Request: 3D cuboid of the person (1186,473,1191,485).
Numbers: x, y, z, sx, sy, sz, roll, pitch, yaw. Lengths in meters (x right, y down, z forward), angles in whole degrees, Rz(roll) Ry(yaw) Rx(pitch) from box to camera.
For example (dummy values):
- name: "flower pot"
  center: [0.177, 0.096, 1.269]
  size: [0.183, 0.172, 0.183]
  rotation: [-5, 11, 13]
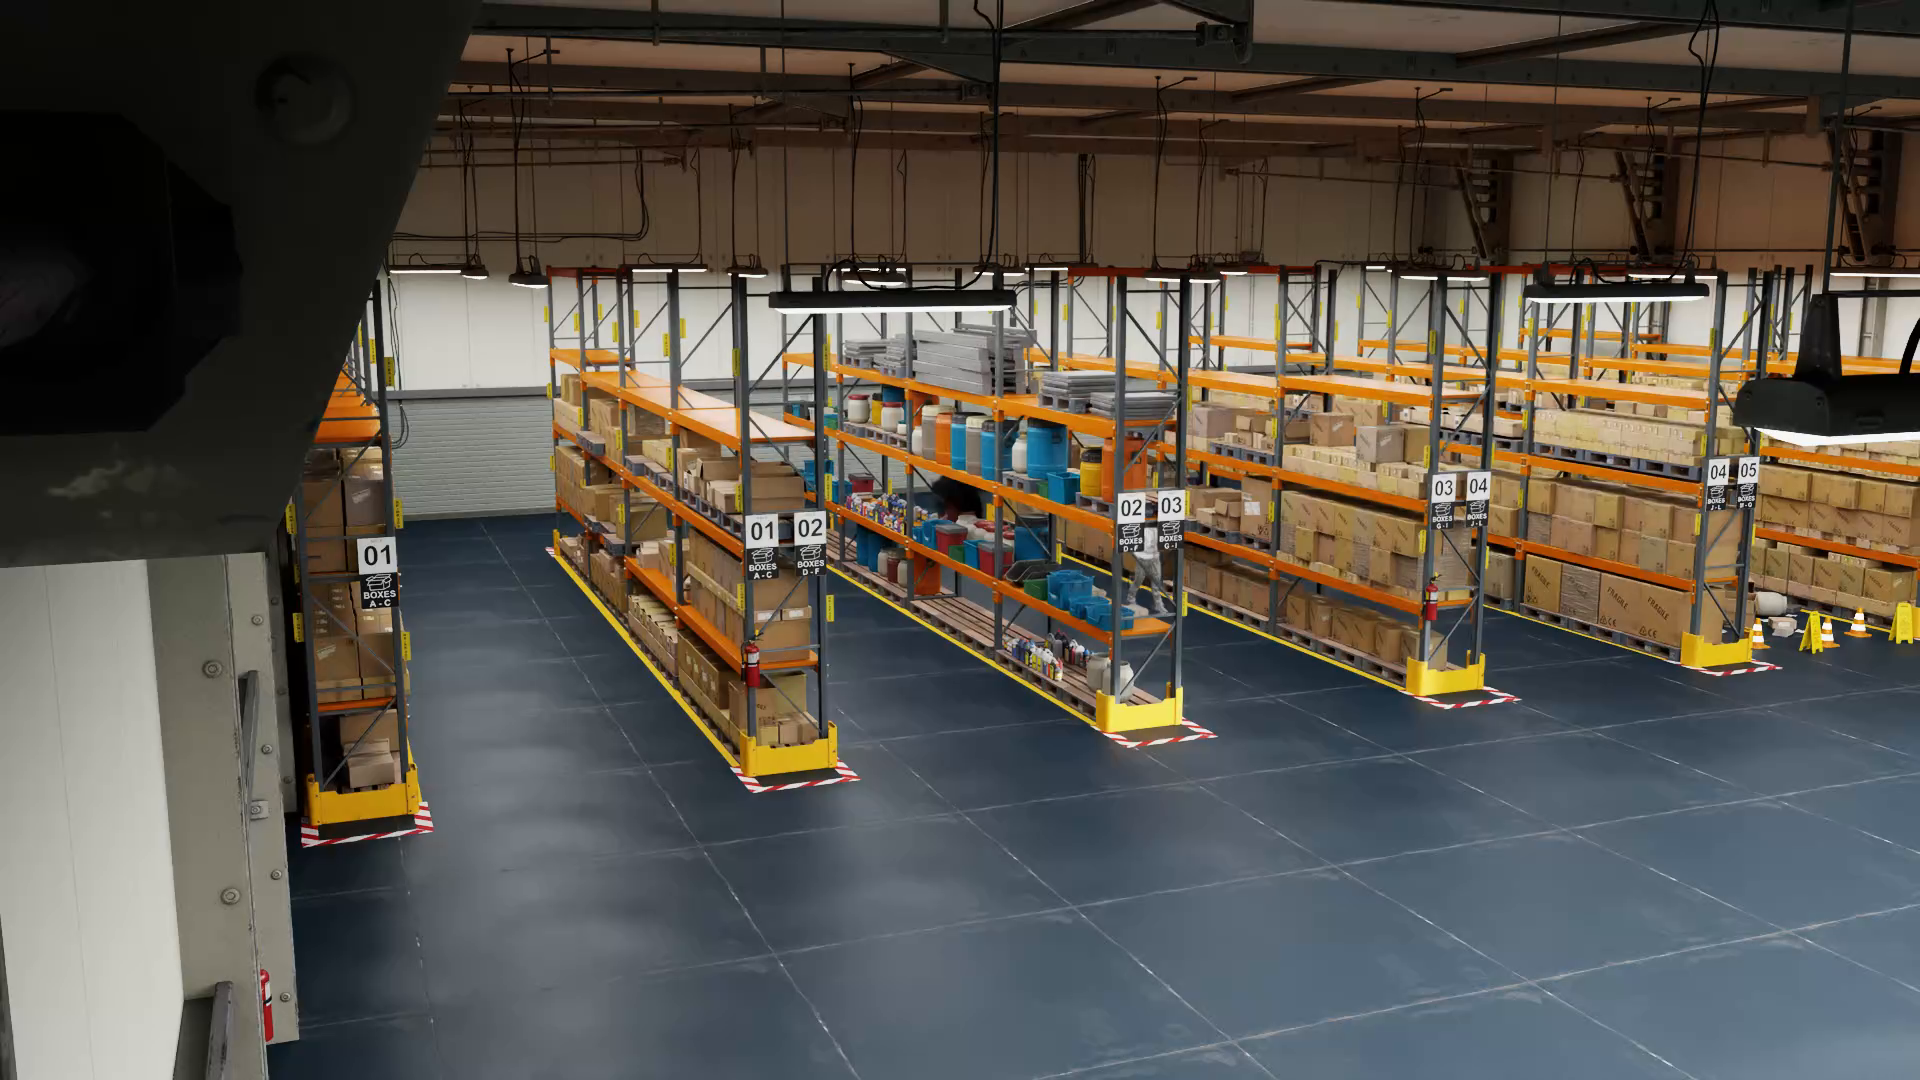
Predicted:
- name: "person"
  center: [4.723, -0.564, 34.952]
  size: [0.660, 1.733, 0.585]
  rotation: [-5, 11, -27]

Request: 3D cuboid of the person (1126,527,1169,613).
- name: "person"
  center: [3.158, 0.331, 27.846]
  size: [0.681, 1.827, 0.909]
  rotation: [-7, 12, -37]

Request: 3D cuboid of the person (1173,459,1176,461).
- name: "person"
  center: [4.946, -1.033, 37.868]
  size: [0.615, 1.635, 0.560]
  rotation: [-3, 10, -17]

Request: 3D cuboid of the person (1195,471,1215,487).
- name: "person"
  center: [6.234, -1.694, 41.696]
  size: [0.760, 1.712, 0.577]
  rotation: [-4, 11, -21]
